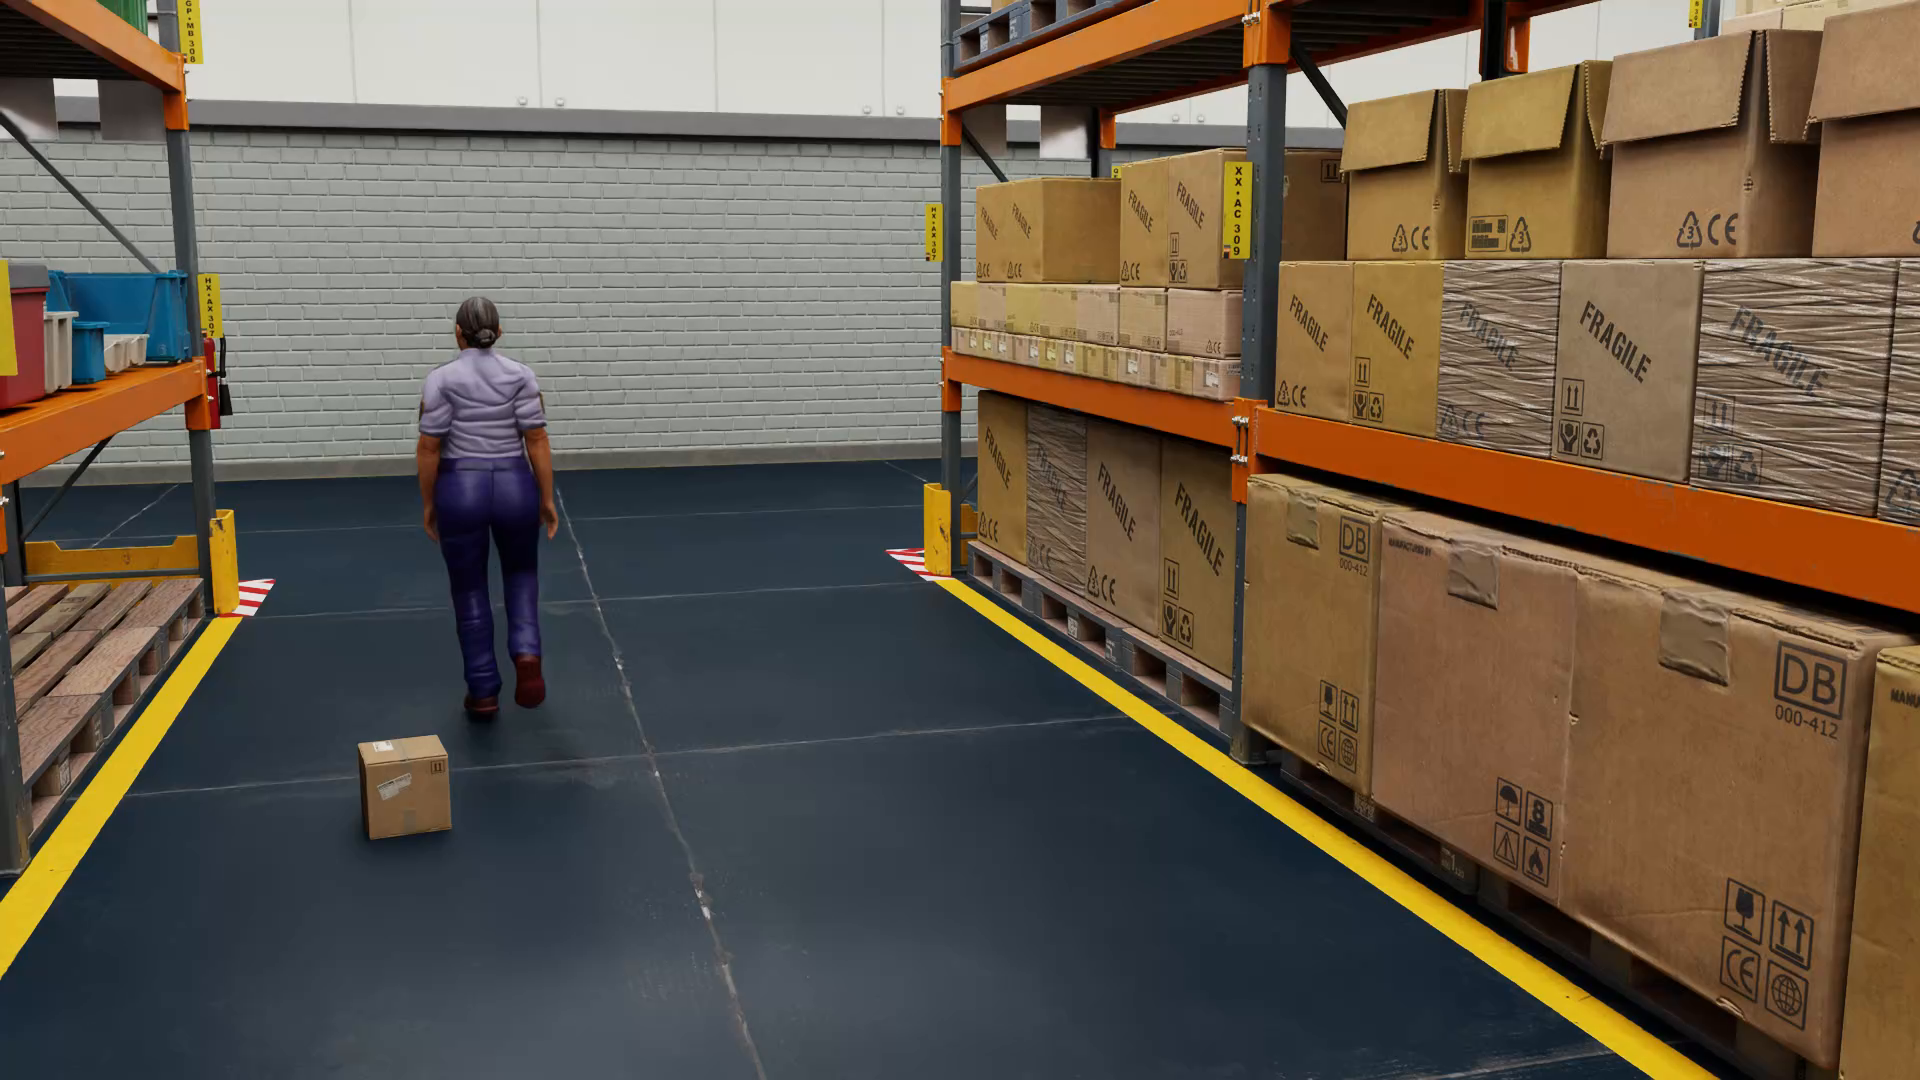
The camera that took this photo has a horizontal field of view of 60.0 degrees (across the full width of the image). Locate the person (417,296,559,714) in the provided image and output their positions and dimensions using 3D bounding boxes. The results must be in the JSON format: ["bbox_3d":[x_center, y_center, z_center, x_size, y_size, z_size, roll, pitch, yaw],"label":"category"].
[{"bbox_3d":[-1.895,-0.131,6.632,0.514,1.670,0.435,-5,11,-28],"label":"person"}]
